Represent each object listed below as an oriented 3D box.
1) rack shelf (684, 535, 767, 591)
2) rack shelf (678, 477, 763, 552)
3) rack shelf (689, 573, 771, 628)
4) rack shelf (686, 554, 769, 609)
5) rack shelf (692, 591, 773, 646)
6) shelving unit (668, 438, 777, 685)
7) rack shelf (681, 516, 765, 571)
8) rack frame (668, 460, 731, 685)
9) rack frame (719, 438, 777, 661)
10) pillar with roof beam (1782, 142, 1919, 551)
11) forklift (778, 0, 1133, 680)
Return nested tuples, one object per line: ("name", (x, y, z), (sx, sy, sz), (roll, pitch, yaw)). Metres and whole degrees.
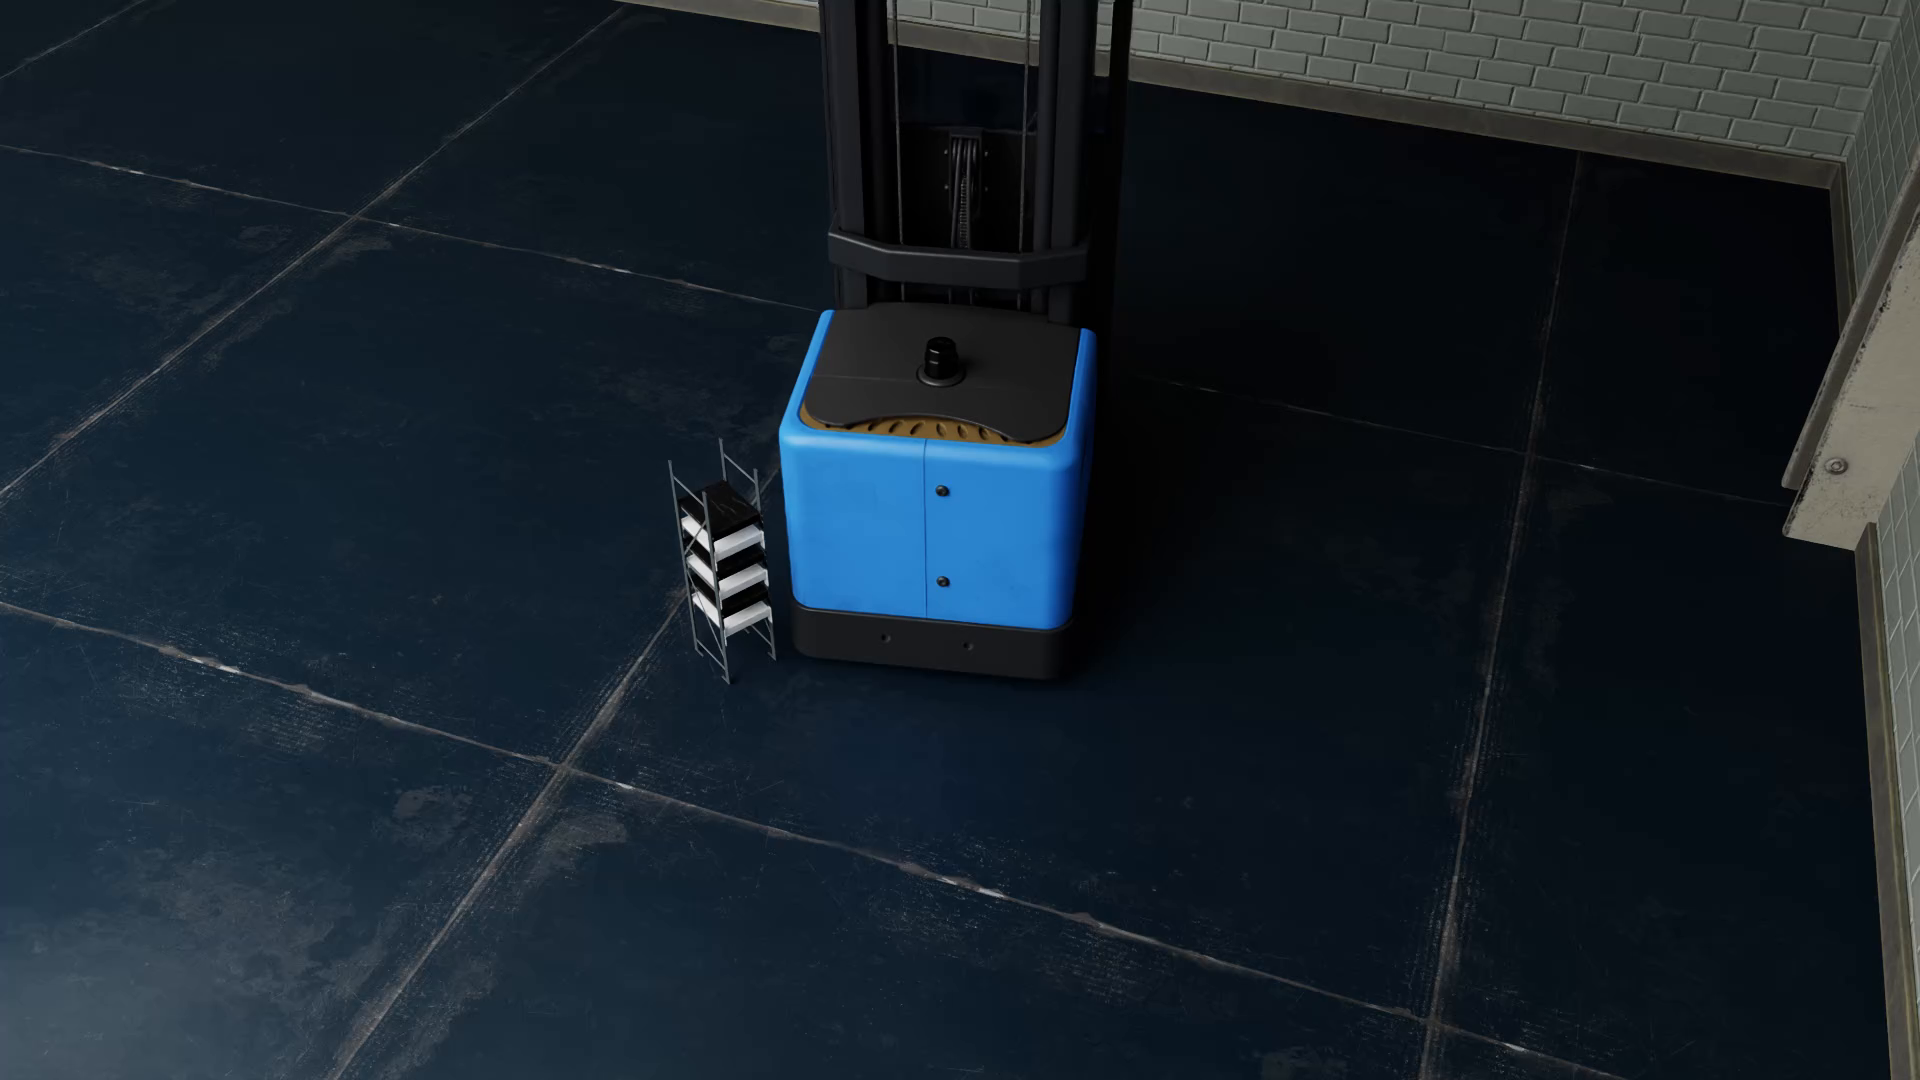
("rack shelf", (-0.841, 0.046, 5.916), (0.200, 0.077, 0.258), (-27, 47, -28))
("rack shelf", (-0.841, -0.091, 5.799), (0.200, 0.077, 0.258), (-27, 47, -28))
("rack shelf", (-0.841, 0.183, 6.033), (0.200, 0.077, 0.258), (-27, 47, -28))
("rack shelf", (-0.841, 0.114, 5.974), (0.200, 0.077, 0.258), (-27, 47, -28))
("rack shelf", (-0.841, 0.251, 6.091), (0.200, 0.077, 0.258), (-27, 47, -28))
("shelving unit", (-0.841, 0.089, 5.953), (0.210, 0.900, 0.258), (-27, 47, -28))
("rack shelf", (-0.841, -0.023, 5.857), (0.200, 0.077, 0.258), (-27, 47, -28))
("rack frame", (-0.921, 0.130, 5.905), (0.006, 0.900, 0.240), (-27, 47, -28))
("rack frame", (-0.761, 0.048, 6.001), (0.006, 0.900, 0.240), (-27, 47, -28))
("pillar with roof beam", (-0.482, -4.483, 5.072), (9.100, 9.000, 0.400), (13, 42, 15))
("forklift", (0.087, -1.563, 6.323), (1.130, 2.935, 3.031), (5, 41, 6))
